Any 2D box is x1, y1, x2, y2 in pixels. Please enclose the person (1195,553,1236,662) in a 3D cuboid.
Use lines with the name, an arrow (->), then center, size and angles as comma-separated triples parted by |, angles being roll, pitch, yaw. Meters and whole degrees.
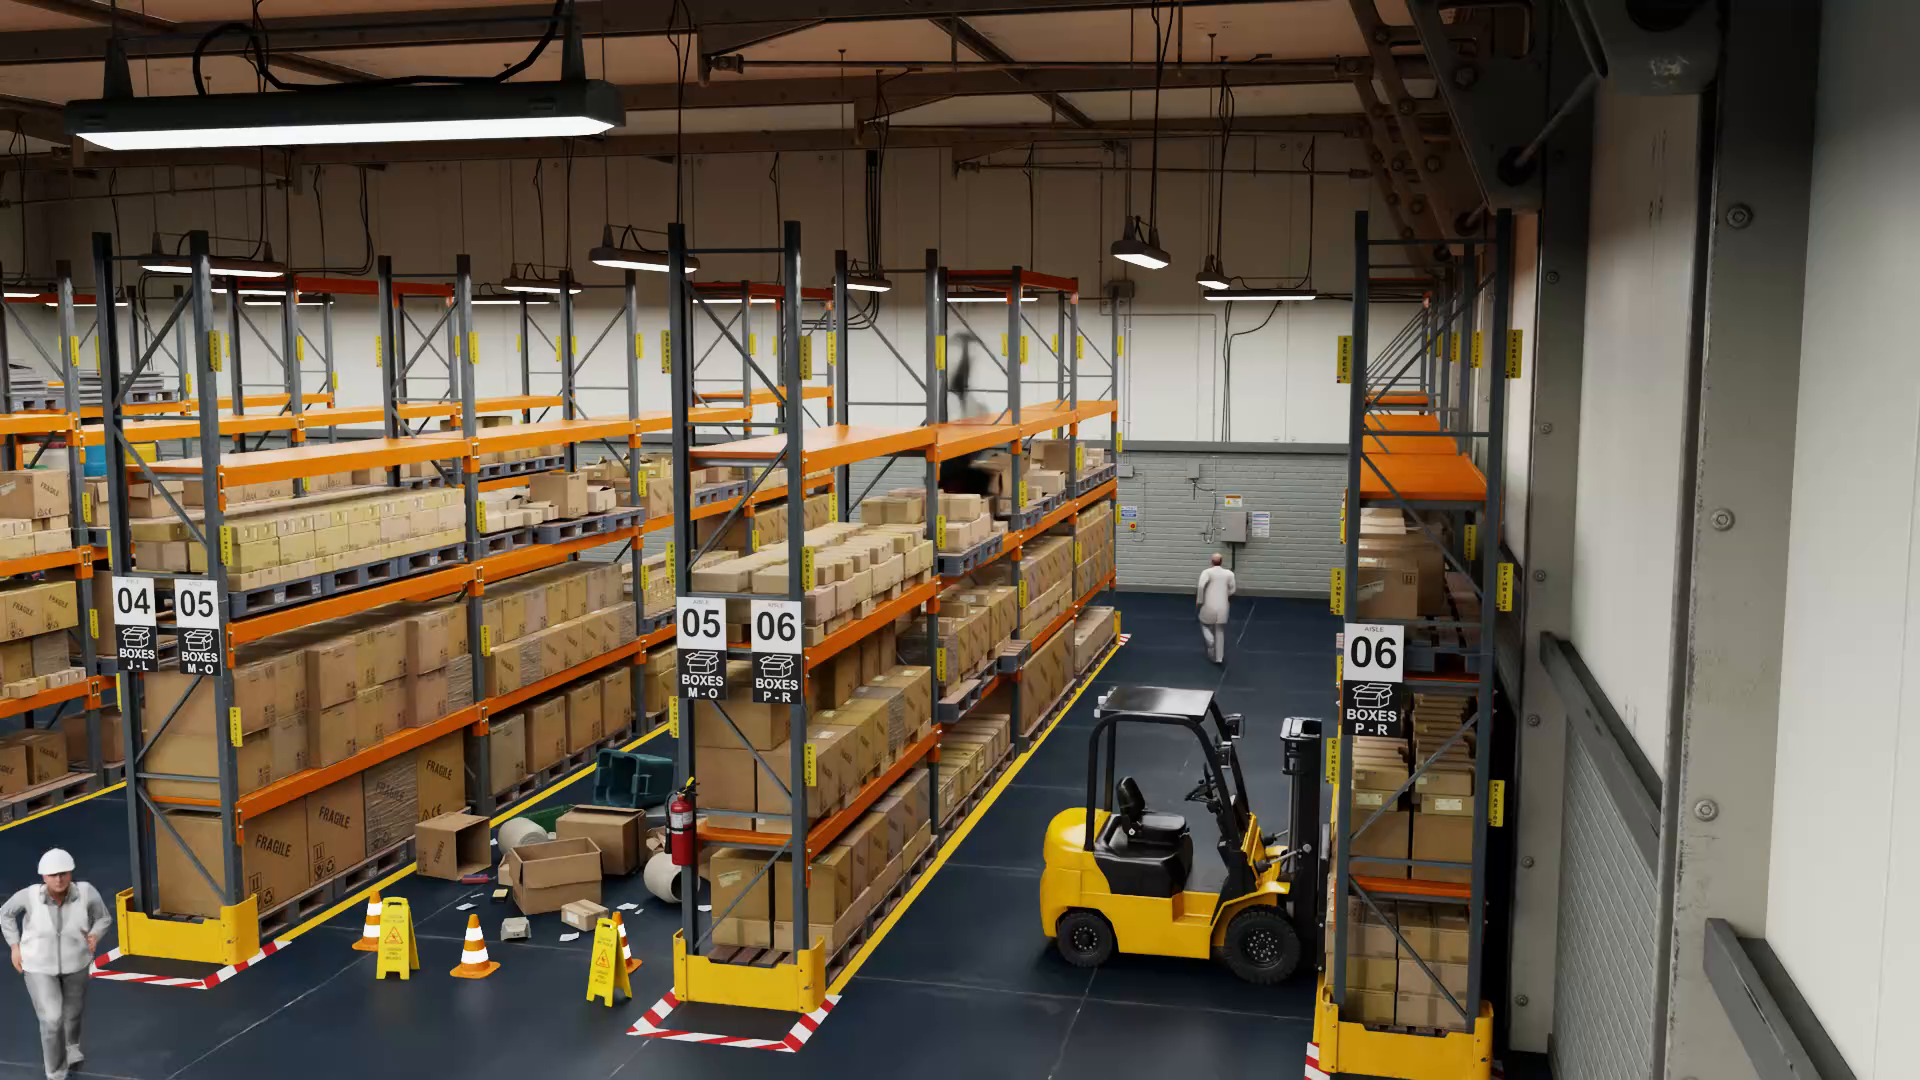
person -> 4.065, 1.066, 26.588 | 0.685, 1.733, 0.715 | -1, 7, -9

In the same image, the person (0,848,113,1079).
person -> -6.199, 2.936, 11.441 | 0.677, 1.771, 0.913 | -5, 9, -35
